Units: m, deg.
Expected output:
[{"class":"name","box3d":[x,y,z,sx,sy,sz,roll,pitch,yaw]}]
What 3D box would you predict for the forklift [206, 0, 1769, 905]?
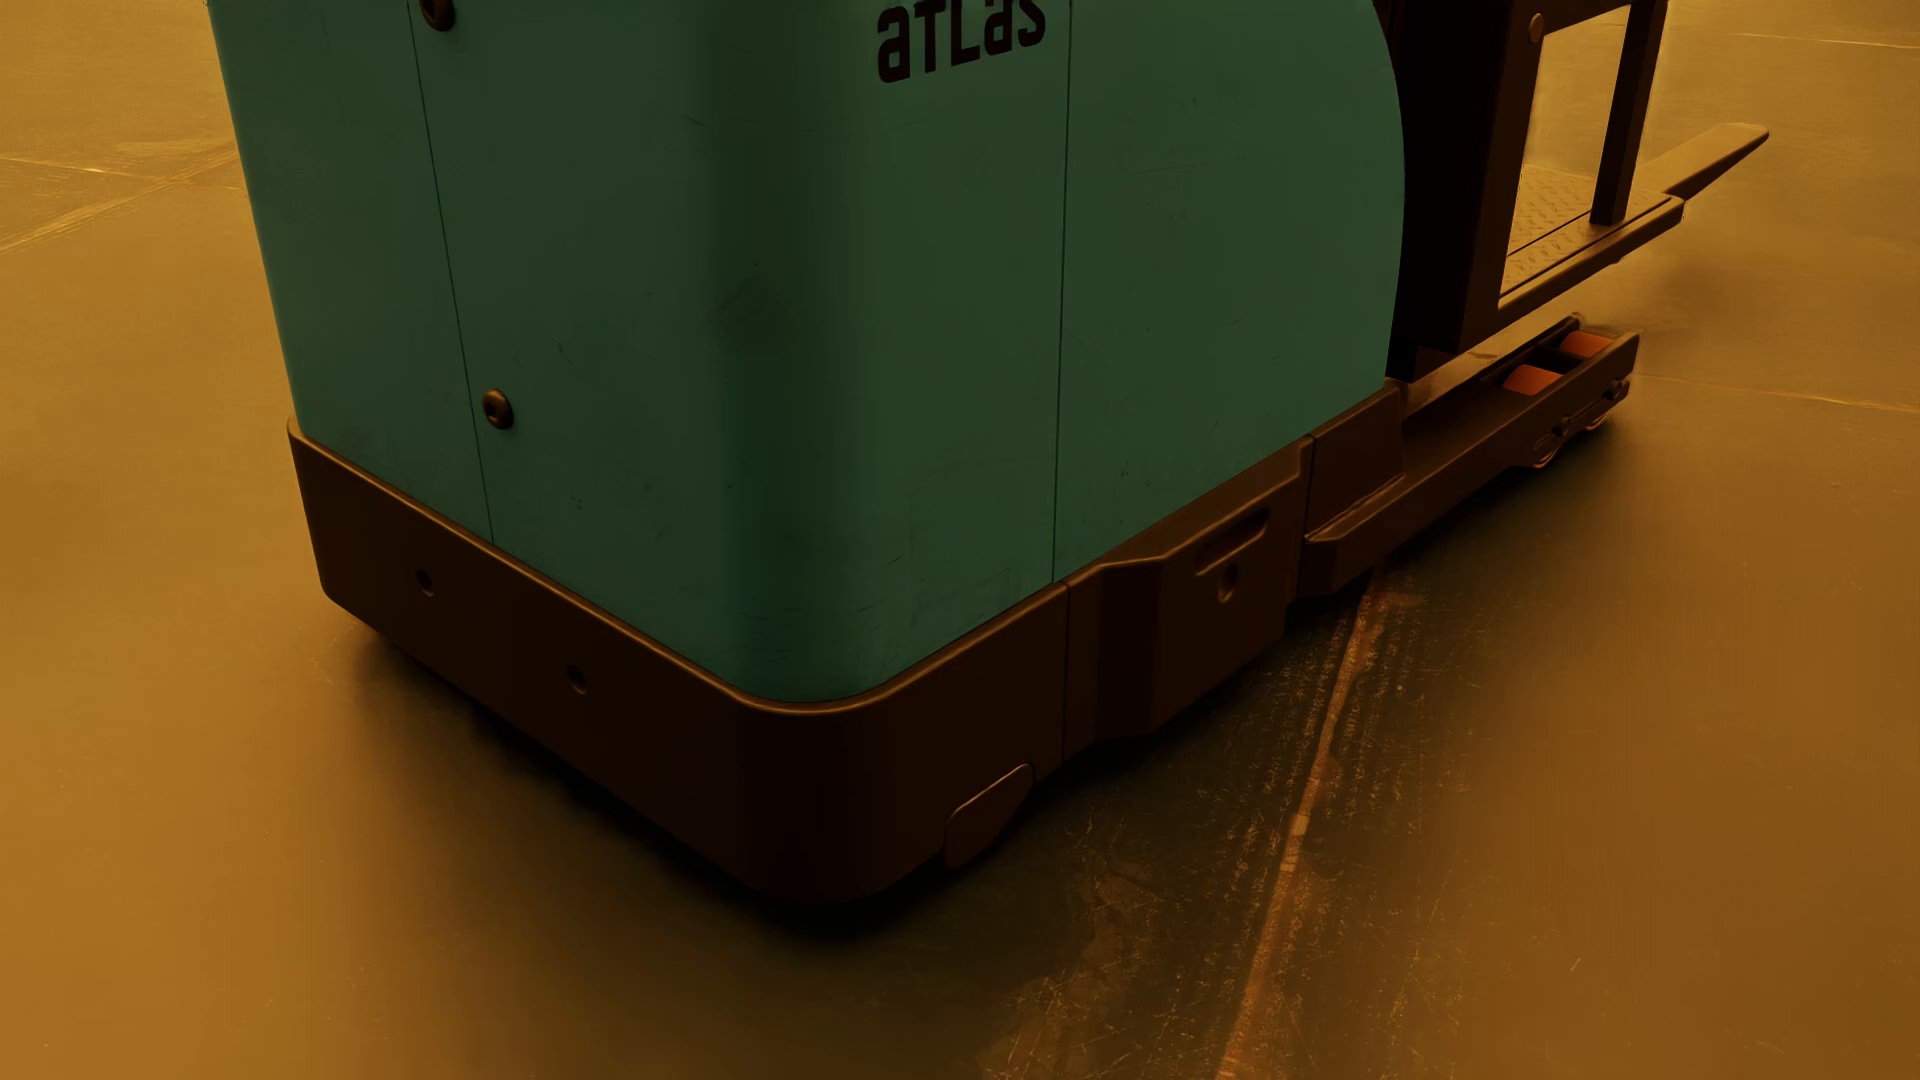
[{"class":"forklift","box3d":[0.497,-1.542,2.249,1.130,2.935,3.031,24,38,36]}]
